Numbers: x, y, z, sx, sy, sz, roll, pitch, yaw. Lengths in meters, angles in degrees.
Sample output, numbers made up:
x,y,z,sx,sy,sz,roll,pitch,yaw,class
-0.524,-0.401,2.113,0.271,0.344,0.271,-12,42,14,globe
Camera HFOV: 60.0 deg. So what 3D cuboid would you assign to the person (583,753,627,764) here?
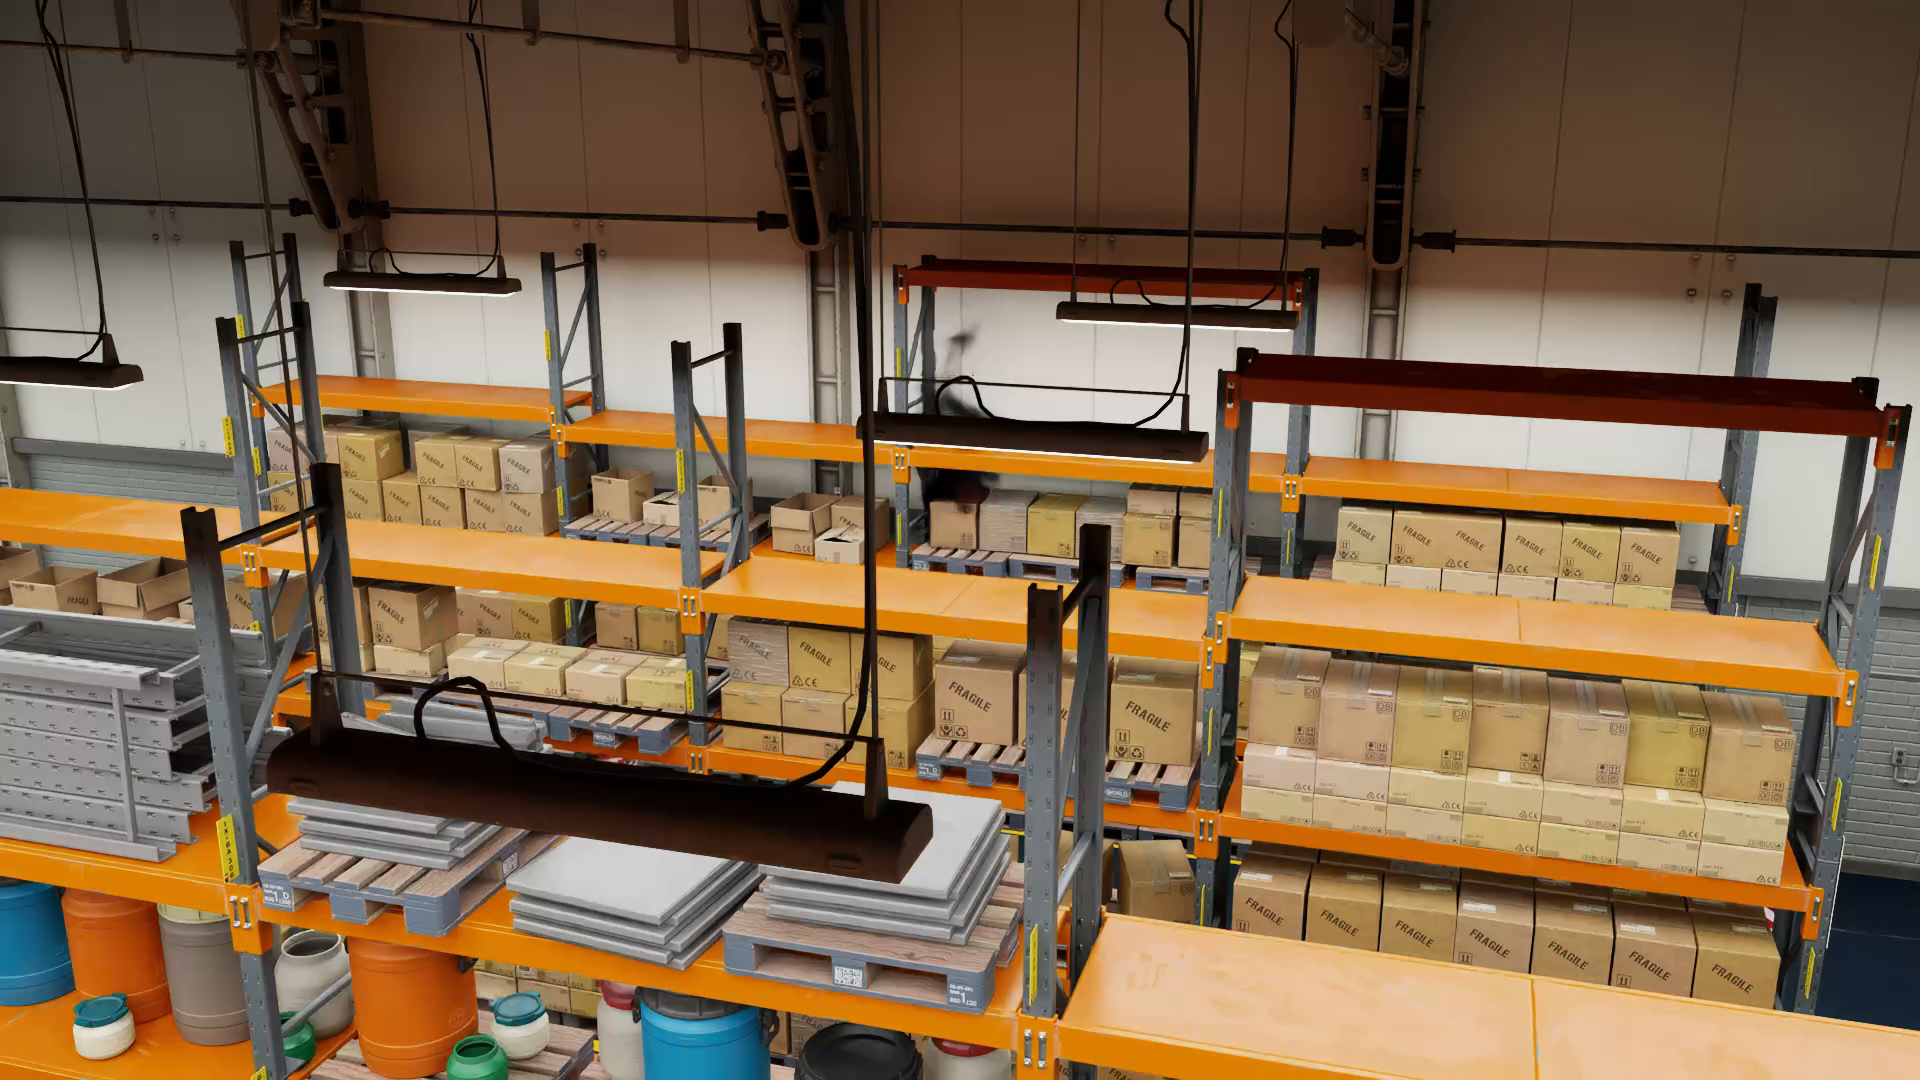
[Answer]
x,y,z,sx,sy,sz,roll,pitch,yaw,class
-3.480,2.298,16.468,0.872,1.815,0.633,3,16,11,person
